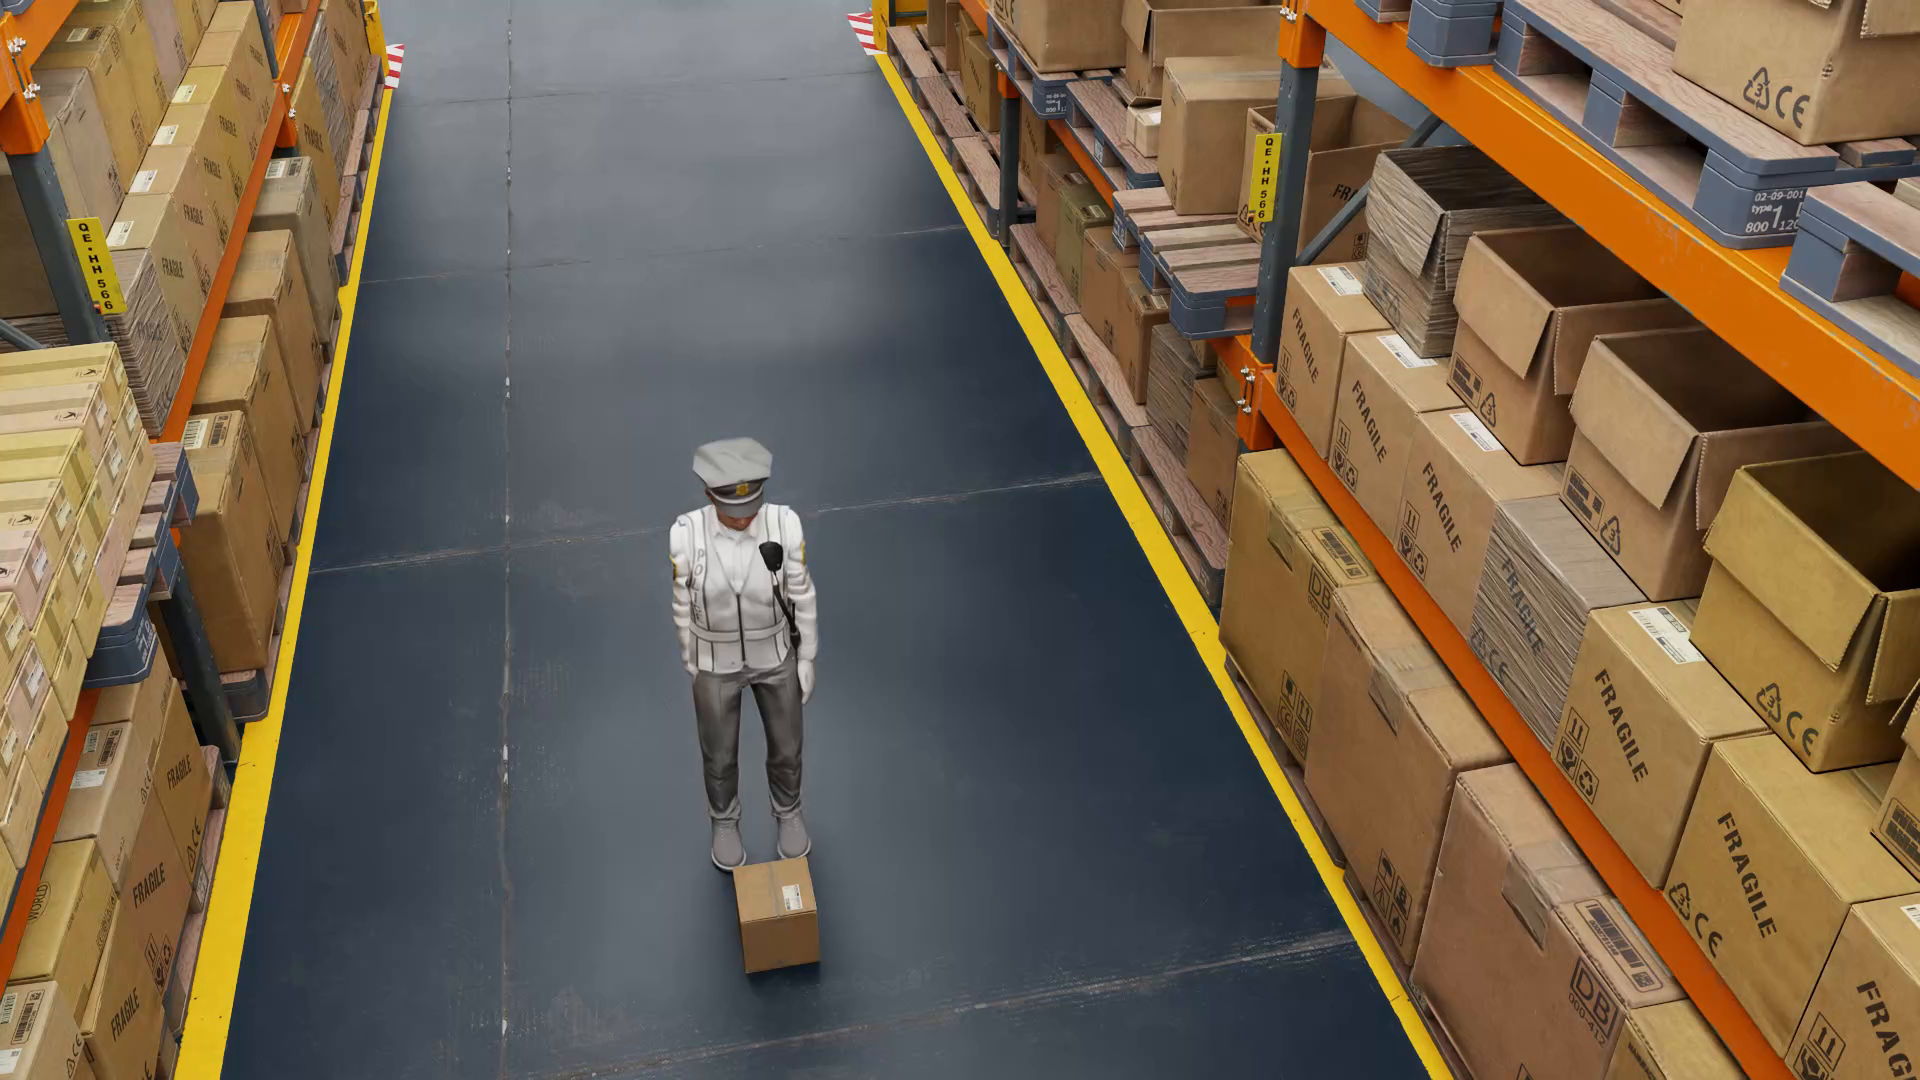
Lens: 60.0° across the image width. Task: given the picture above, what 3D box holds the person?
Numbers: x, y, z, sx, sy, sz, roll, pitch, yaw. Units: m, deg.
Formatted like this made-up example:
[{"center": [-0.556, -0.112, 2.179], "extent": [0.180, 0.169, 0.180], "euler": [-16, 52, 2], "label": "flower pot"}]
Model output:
[{"center": [-0.701, 0.406, 5.563], "extent": [0.473, 1.661, 0.327], "euler": [-7, 35, -9], "label": "person"}]
